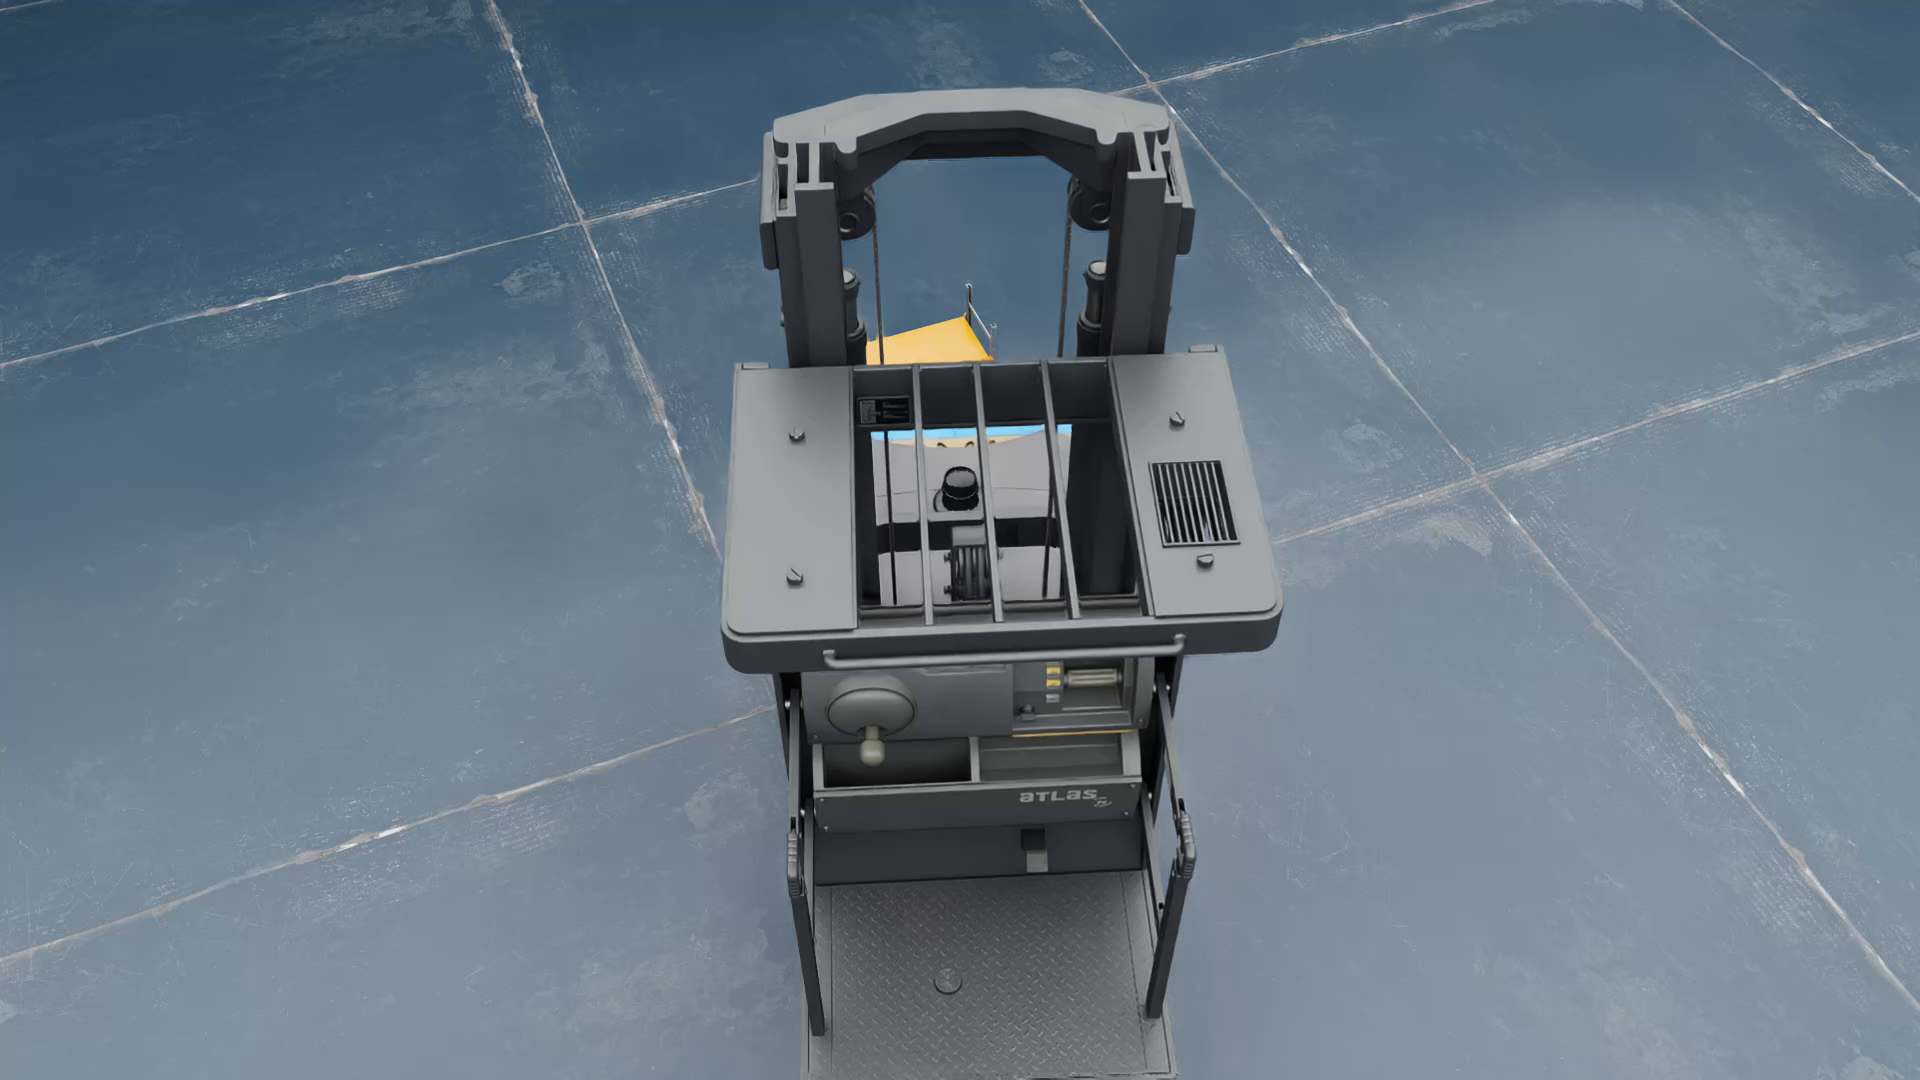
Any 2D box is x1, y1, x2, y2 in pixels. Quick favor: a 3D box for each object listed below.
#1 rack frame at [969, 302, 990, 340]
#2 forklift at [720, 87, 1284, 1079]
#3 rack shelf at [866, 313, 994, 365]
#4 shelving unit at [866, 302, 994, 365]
[{"bbox_3d":[0.072,-0.414,6.155,0.006,1.046,0.228,-17,52,-14],"label":"rack frame"},{"bbox_3d":[0.057,0.490,4.238,1.121,2.935,3.031,-2,49,-2],"label":"forklift"},{"bbox_3d":[-0.153,-0.599,5.797,0.480,0.148,0.258,-17,52,-14],"label":"rack shelf"},{"bbox_3d":[-0.155,-0.343,6.094,0.499,1.200,0.258,-17,52,-14],"label":"shelving unit"}]
